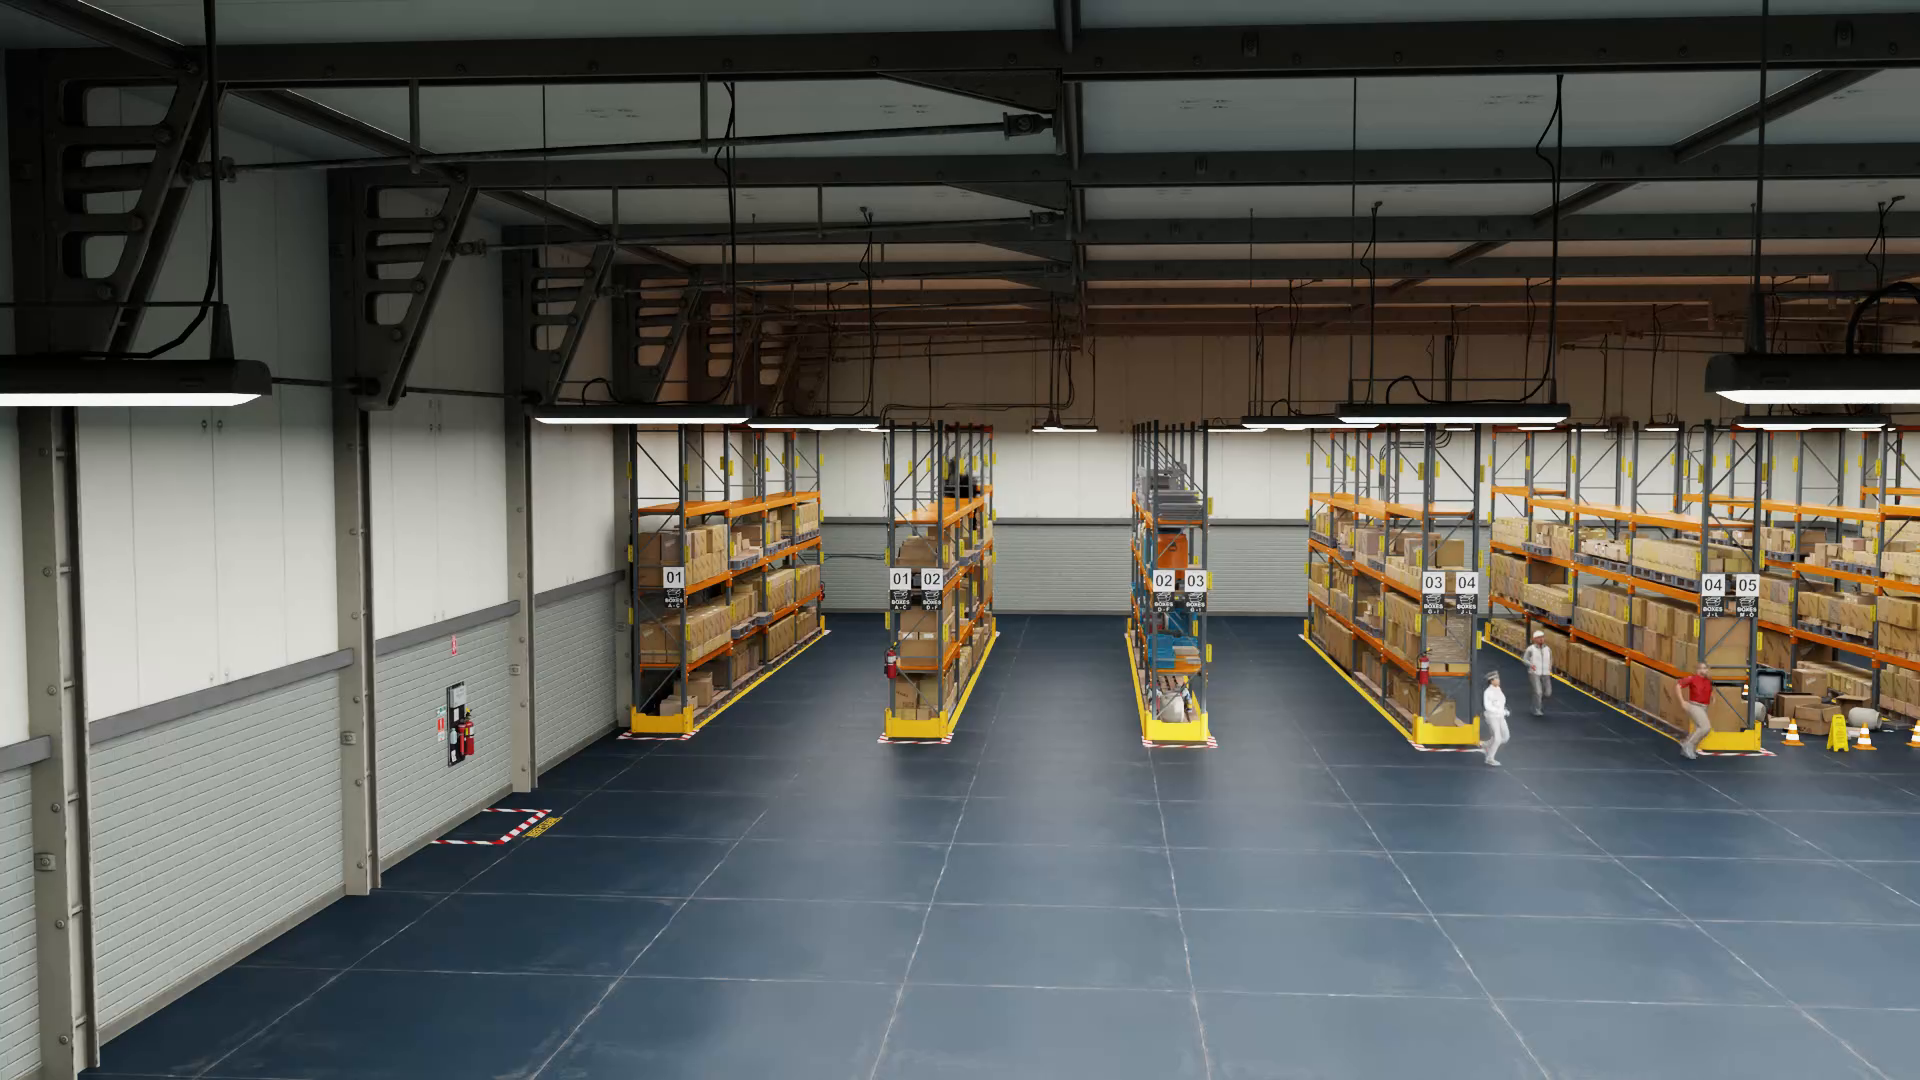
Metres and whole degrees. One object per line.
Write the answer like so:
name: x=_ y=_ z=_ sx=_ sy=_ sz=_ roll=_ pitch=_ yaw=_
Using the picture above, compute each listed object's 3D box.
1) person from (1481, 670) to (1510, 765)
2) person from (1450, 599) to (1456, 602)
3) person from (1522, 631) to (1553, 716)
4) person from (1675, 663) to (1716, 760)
person: x=9.272 y=3.074 z=28.763 sx=0.519 sy=1.653 sz=0.577 roll=3 pitch=5 yaw=44
person: x=13.372 y=2.032 z=45.481 sx=0.642 sy=1.596 sz=0.898 roll=2 pitch=4 yaw=23
person: x=11.810 y=2.714 z=33.918 sx=0.656 sy=1.721 sz=0.607 roll=0 pitch=4 yaw=-4
person: x=13.086 y=3.020 z=29.425 sx=0.674 sy=1.688 sz=0.616 roll=-3 pitch=5 yaw=-37
